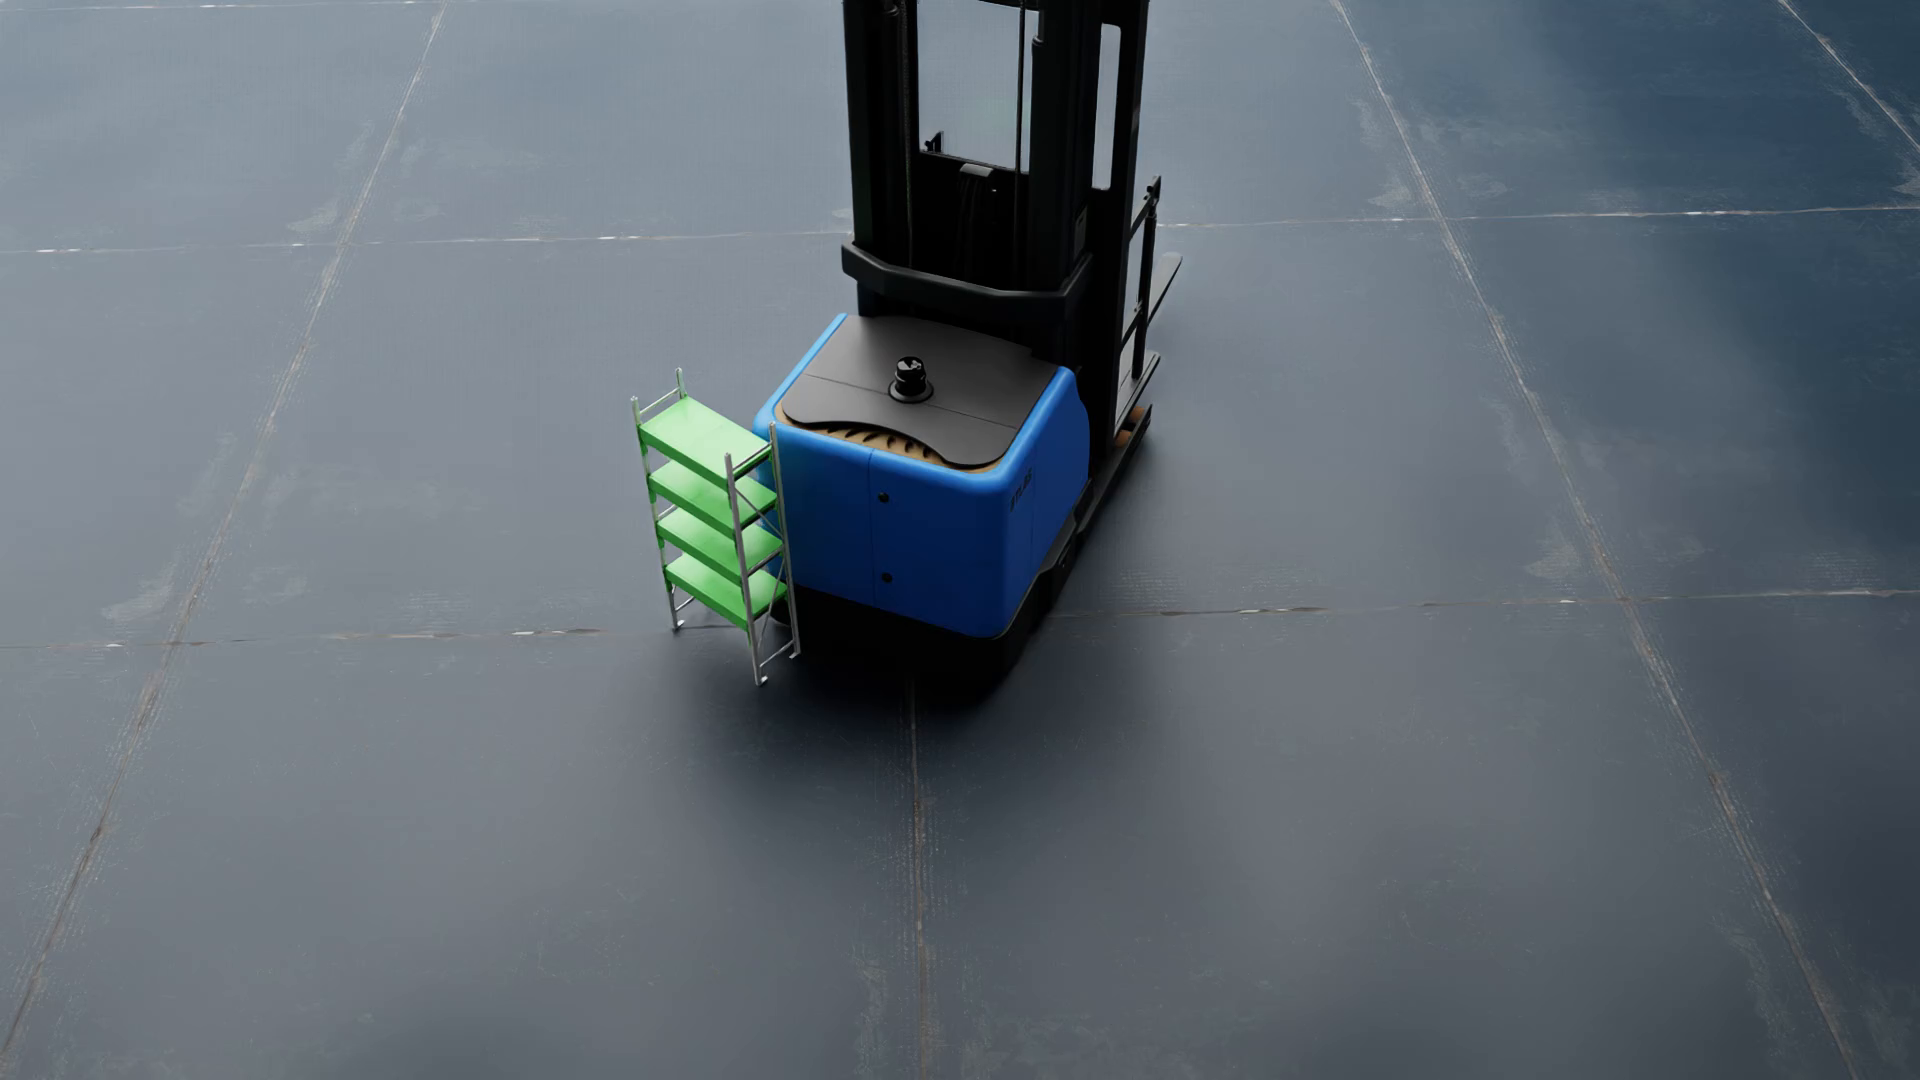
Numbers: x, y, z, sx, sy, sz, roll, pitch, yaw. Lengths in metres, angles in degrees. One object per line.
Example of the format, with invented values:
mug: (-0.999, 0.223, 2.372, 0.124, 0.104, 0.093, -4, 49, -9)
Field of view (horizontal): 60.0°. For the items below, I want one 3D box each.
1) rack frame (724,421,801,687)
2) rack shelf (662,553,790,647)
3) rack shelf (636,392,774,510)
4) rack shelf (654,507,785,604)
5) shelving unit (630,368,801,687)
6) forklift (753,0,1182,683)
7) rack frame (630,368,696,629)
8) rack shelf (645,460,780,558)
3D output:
rack frame: (-0.735, 0.079, 6.273, 0.015, 1.200, 0.240, 30, 51, 28)
rack shelf: (-0.918, 0.194, 6.597, 0.480, 0.148, 0.258, 30, 51, 28)
rack shelf: (-0.925, -0.331, 6.104, 0.480, 0.148, 0.258, 30, 51, 28)
rack shelf: (-0.921, 0.019, 6.433, 0.480, 0.148, 0.258, 30, 51, 28)
shelving unit: (-0.921, -0.028, 6.389, 0.503, 1.200, 0.258, 30, 51, 28)
forklift: (0.244, -1.523, 6.743, 1.130, 2.935, 3.031, 16, 45, 16)
rack frame: (-1.107, -0.134, 6.505, 0.015, 1.200, 0.240, 30, 51, 28)
rack shelf: (-0.923, -0.156, 6.269, 0.480, 0.148, 0.258, 30, 51, 28)
